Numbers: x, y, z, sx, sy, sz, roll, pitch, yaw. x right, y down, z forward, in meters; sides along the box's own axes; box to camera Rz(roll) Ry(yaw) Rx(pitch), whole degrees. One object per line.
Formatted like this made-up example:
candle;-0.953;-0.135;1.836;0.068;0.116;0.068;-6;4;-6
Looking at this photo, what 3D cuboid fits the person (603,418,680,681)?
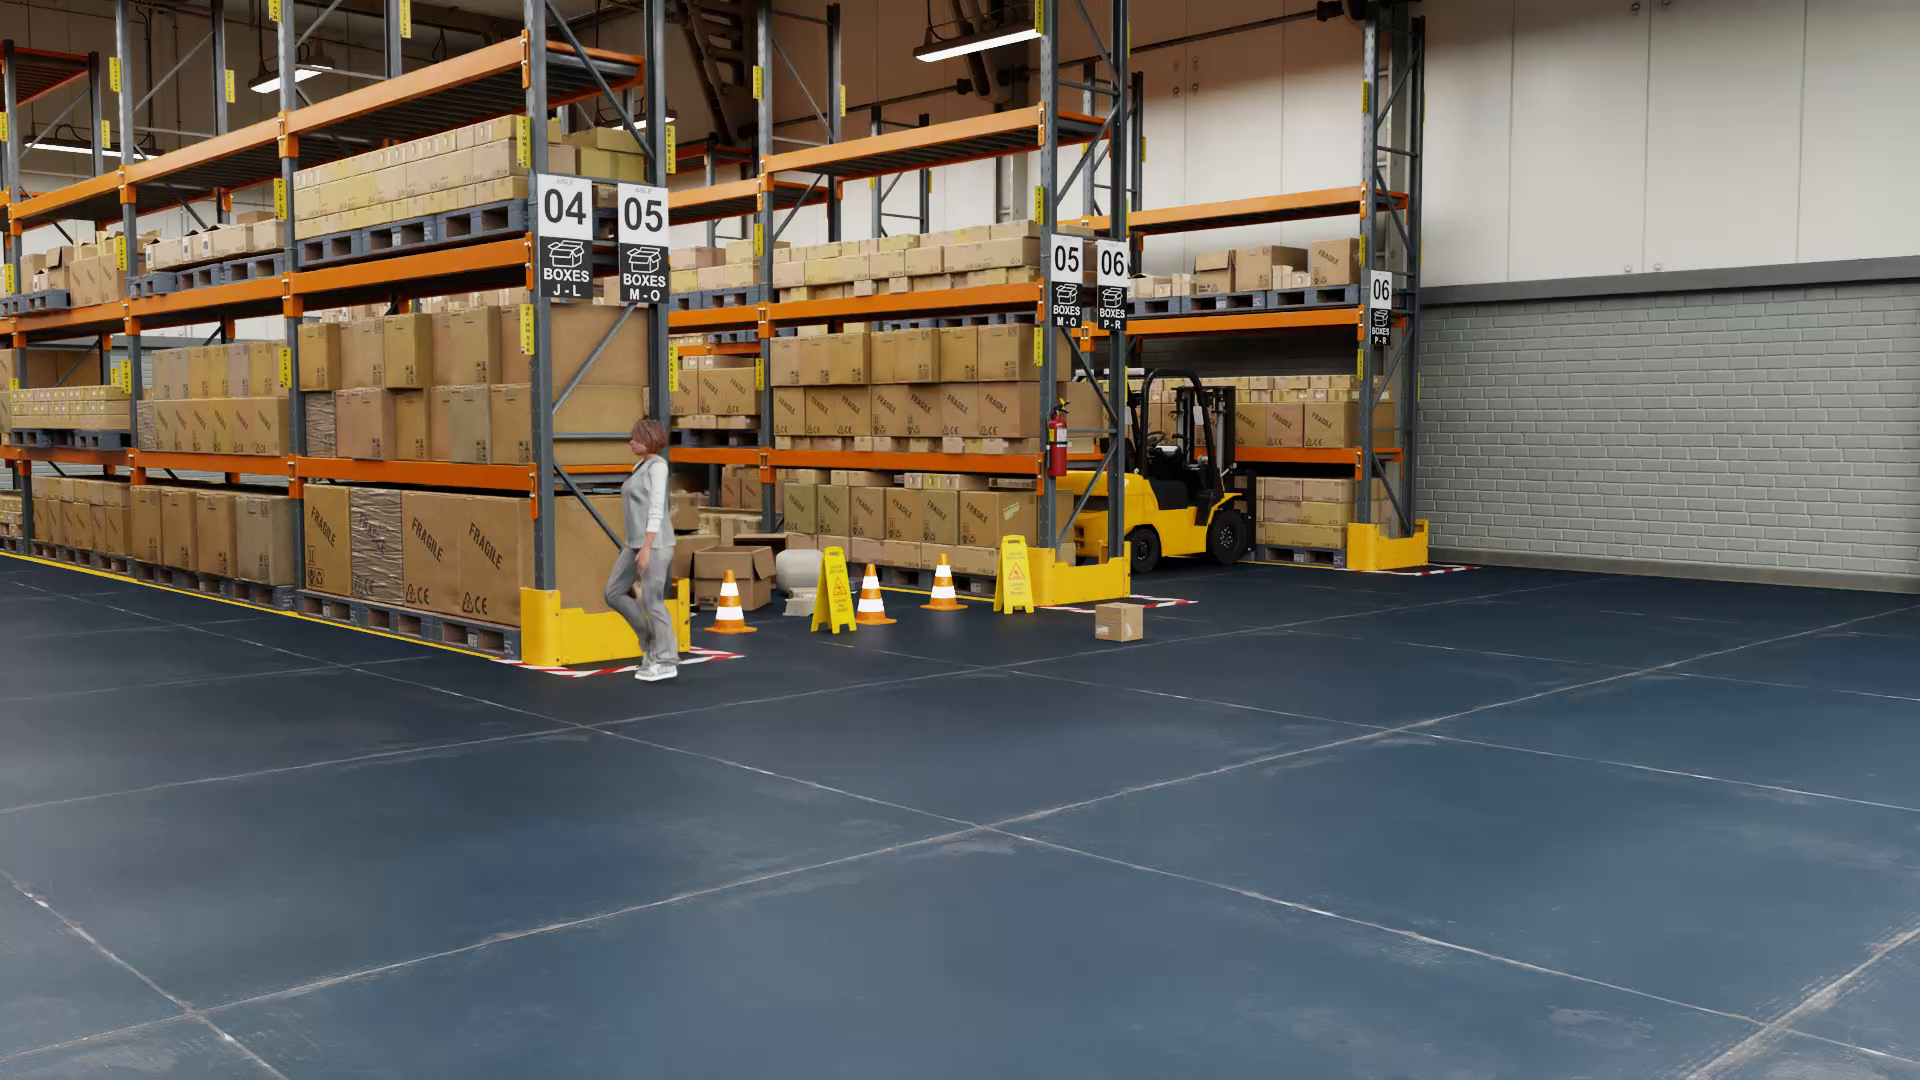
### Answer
person;-1.926;0.062;10.116;0.428;1.598;0.433;-2;5;-29
